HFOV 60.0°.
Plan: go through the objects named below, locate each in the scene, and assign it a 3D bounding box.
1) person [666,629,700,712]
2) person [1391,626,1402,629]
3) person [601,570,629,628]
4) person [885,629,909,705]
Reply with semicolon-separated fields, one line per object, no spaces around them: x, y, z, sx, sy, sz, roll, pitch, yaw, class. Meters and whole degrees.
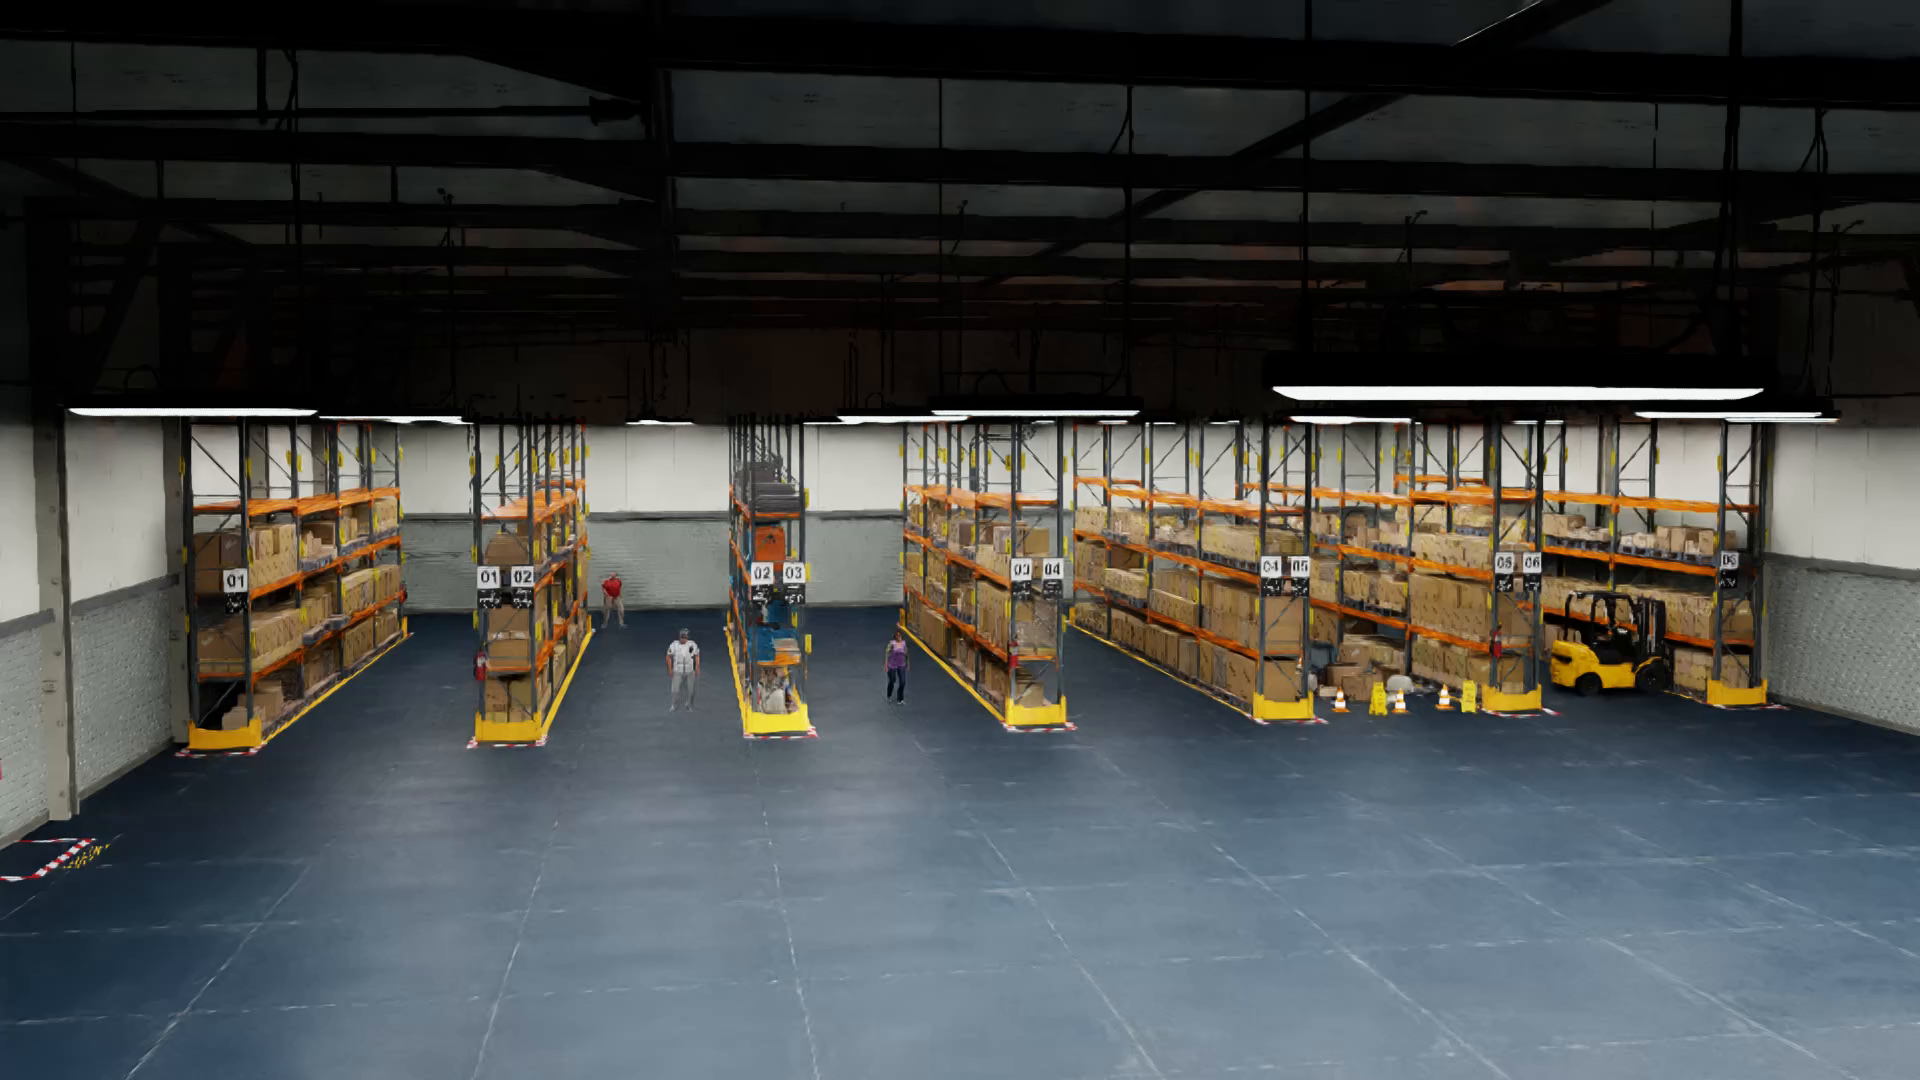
-5.545;2.605;33.326;0.682;1.715;0.542;-1;4;-12;person
12.465;1.668;47.205;0.382;1.670;0.544;0;4;1;person
-9.870;1.672;47.270;0.678;1.673;0.768;-2;5;-31;person
-1.333;2.658;34.431;0.544;1.456;0.615;-1;4;-18;person
